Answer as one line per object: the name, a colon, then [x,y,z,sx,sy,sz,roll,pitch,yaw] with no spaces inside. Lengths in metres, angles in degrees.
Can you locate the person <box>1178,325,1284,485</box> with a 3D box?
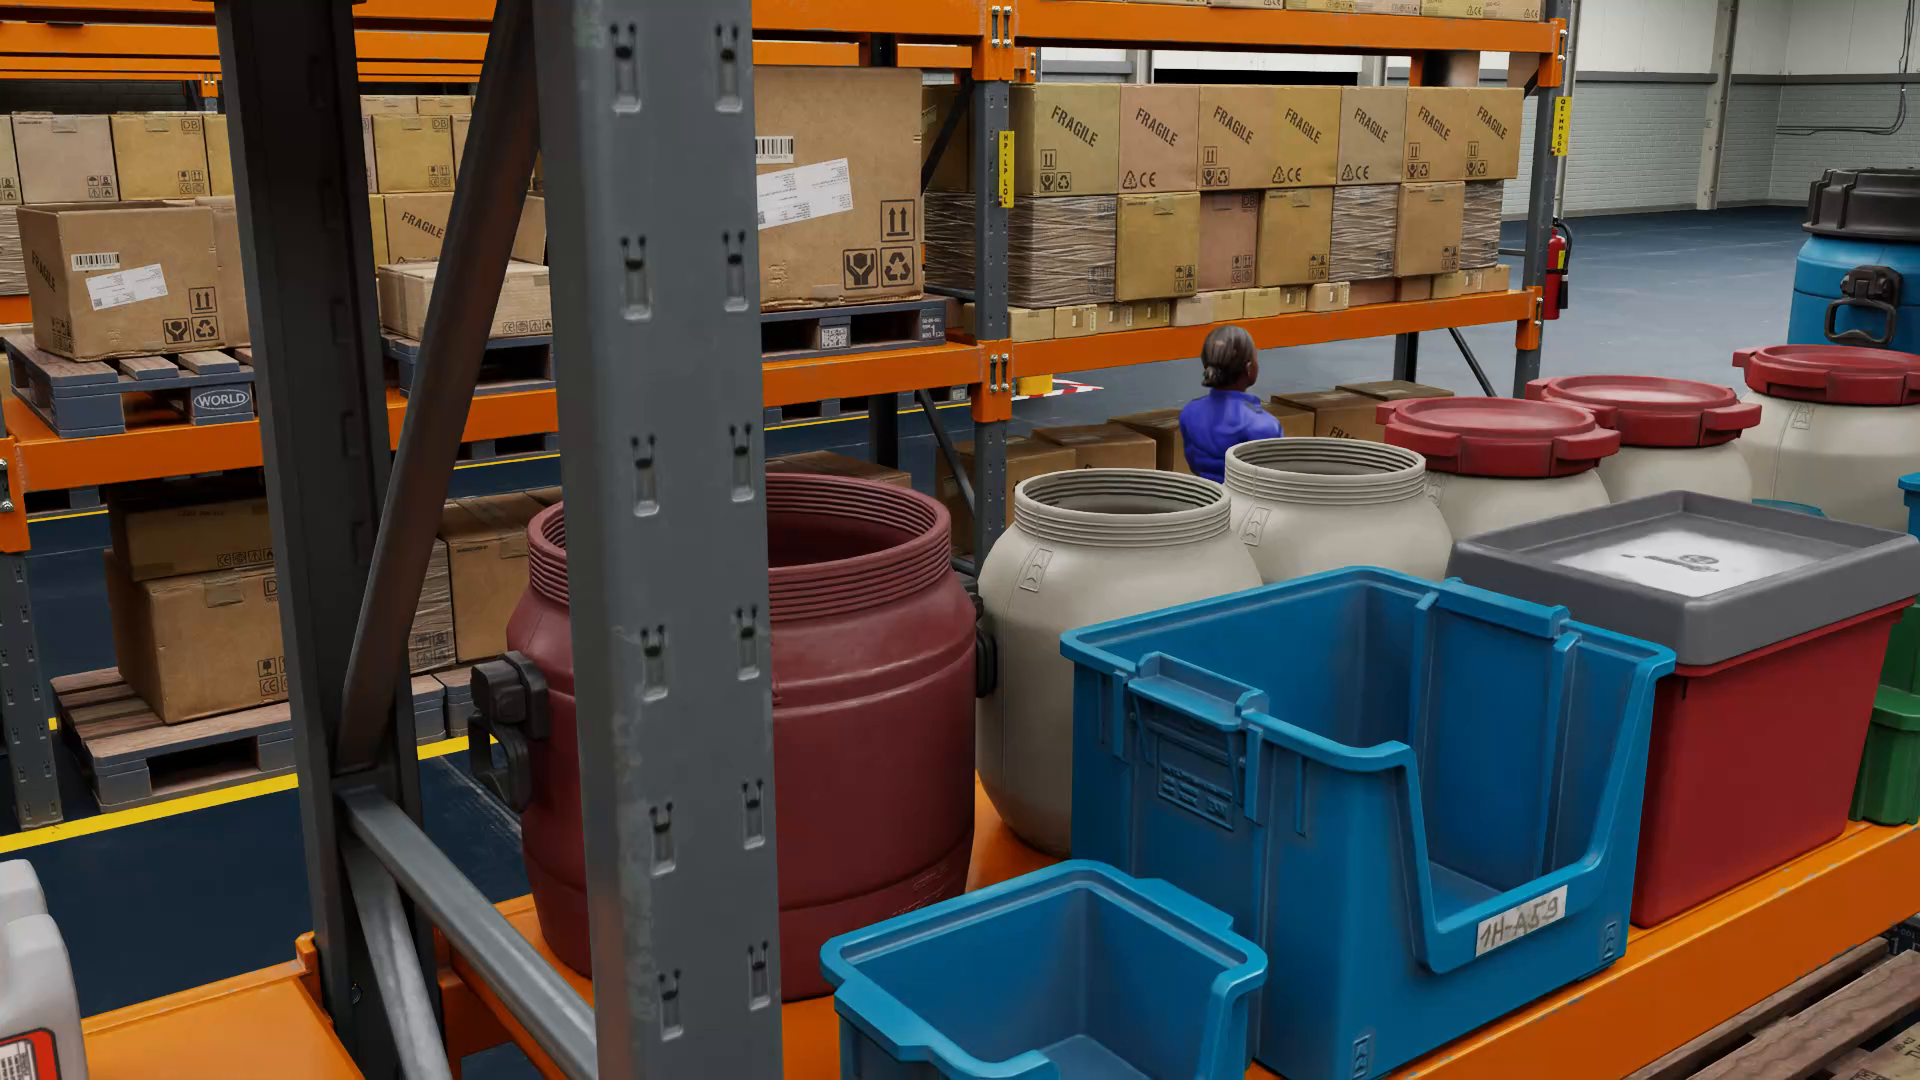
person: [1.009,0.073,5.746,0.511,1.652,0.454,-10,18,-35]
